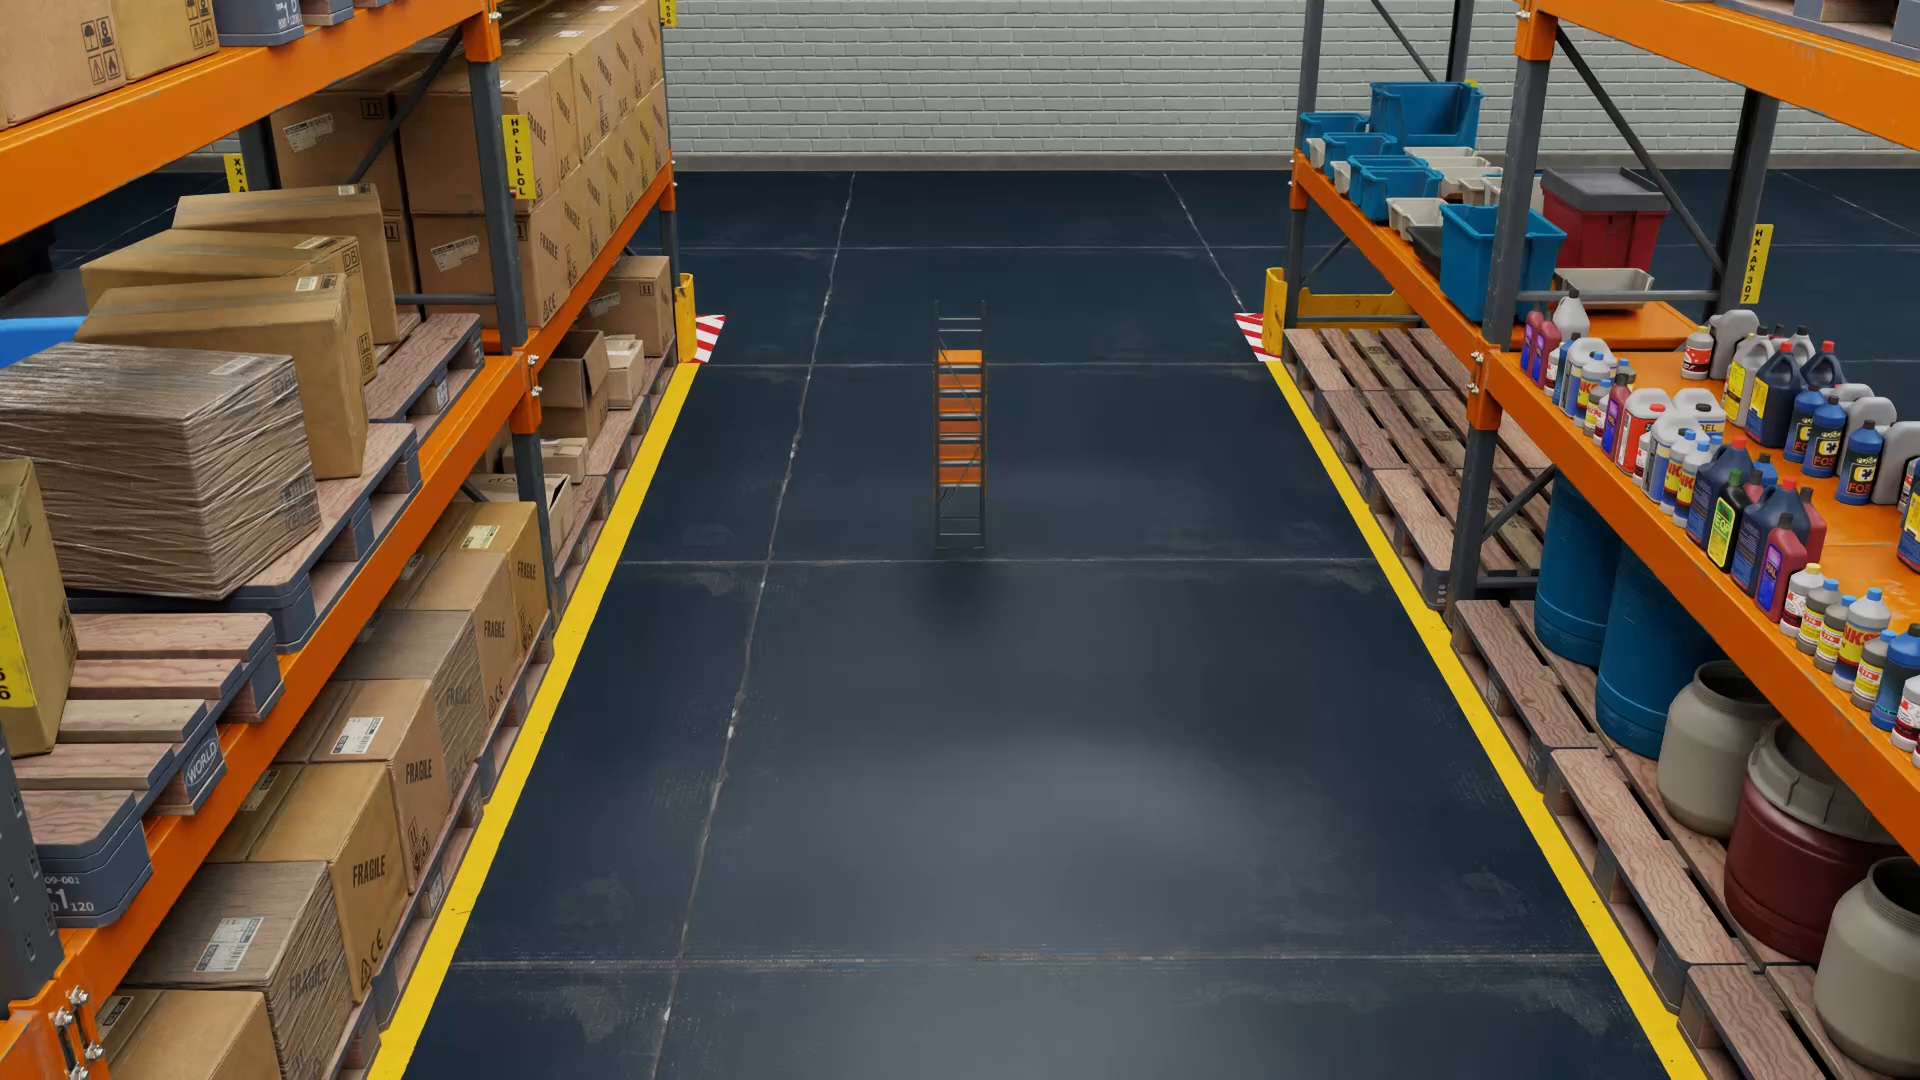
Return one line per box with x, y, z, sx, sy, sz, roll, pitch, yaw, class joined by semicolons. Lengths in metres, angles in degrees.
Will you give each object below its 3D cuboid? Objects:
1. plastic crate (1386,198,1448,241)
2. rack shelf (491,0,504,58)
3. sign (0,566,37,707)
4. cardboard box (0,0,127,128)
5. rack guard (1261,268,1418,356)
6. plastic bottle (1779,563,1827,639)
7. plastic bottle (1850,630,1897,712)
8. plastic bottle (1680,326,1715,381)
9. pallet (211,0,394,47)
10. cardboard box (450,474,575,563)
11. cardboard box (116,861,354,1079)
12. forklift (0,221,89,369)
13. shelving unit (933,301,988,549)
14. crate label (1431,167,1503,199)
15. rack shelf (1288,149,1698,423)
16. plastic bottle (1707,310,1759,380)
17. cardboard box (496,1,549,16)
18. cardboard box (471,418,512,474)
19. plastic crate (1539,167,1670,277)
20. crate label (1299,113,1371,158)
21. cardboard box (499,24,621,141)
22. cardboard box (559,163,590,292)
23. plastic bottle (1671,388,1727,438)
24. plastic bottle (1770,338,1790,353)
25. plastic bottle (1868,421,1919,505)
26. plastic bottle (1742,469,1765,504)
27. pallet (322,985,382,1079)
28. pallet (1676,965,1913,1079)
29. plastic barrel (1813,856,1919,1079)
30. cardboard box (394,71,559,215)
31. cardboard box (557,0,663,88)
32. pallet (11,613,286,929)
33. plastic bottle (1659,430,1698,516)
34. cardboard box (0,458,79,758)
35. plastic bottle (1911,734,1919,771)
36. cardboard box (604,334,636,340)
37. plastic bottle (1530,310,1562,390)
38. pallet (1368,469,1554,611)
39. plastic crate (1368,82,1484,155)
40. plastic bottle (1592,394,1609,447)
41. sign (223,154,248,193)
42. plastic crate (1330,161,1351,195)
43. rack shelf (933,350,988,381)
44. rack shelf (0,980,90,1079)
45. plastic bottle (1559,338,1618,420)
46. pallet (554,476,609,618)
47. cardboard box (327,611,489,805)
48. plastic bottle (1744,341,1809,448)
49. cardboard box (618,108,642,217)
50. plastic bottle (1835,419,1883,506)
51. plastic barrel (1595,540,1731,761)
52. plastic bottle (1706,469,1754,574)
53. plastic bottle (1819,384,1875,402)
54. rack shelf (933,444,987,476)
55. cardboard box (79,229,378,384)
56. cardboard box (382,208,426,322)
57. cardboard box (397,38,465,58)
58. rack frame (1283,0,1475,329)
2.348;-1.614;8.425;0.293;0.136;0.466;0;24;-1;plastic crate
-2.307;-2.833;8.106;1.077;0.370;4.000;0;24;-1;rack shelf
-1.686;0.147;2.879;0.100;0.325;0.005;0;24;-1;sign
-2.285;-1.123;3.332;0.910;0.500;0.500;0;24;-1;cardboard box
2.611;-1.509;10.981;1.175;0.500;0.348;0;24;-1;rack guard
2.288;0.160;4.497;0.097;0.201;0.097;0;24;0;plastic bottle
2.292;0.321;4.142;0.097;0.201;0.097;0;24;0;plastic bottle
2.871;-0.731;6.466;0.097;0.201;0.097;0;24;0;plastic bottle
-2.334;-1.554;4.635;1.213;0.211;1.003;0;24;-1;pallet
-2.073;-0.119;7.602;0.500;0.311;0.500;0;24;-1;cardboard box
-1.972;1.213;4.428;0.500;0.500;0.500;-1;24;-2;cardboard box
-5.434;-1.568;8.161;3.031;2.935;1.130;-3;24;-6;forklift
0.000;-0.541;7.990;0.258;1.200;0.189;0;24;-1;shelving unit
2.831;-1.976;9.227;0.396;0.136;0.243;0;24;-1;crate label
2.646;-1.487;8.770;1.077;0.370;4.000;0;24;-1;rack shelf
2.996;-0.773;6.469;0.152;0.276;0.135;0;24;-1;plastic bottle
-2.574;-2.720;9.288;0.500;0.500;0.500;0;24;0;cardboard box
-2.583;-0.487;8.417;0.500;0.311;0.500;0;24;-1;cardboard box
2.909;-1.416;7.590;0.402;0.464;0.583;0;24;-1;plastic crate
2.298;-2.486;10.238;0.416;0.233;0.303;0;24;-1;crate label
-2.027;-2.303;8.368;0.500;0.500;0.500;0;24;1;cardboard box
-2.027;-1.437;7.667;0.500;0.500;0.500;0;24;0;cardboard box
2.454;-0.360;5.558;0.152;0.276;0.135;0;24;-1;plastic bottle
3.000;-0.622;6.136;0.152;0.276;0.135;0;24;-1;plastic bottle
3.009;-0.263;5.343;0.152;0.276;0.135;0;24;-1;plastic bottle
2.326;-0.056;4.875;0.061;0.283;0.133;0;24;-1;plastic bottle
-2.212;1.641;4.365;1.003;0.211;1.213;0;24;-1;pallet
2.661;1.604;4.448;1.003;0.211;1.213;0;24;-1;pallet
2.594;1.166;4.540;0.421;0.512;0.421;0;24;0;plastic barrel
-2.009;-1.666;6.959;0.500;0.500;0.500;0;24;1;cardboard box
-2.049;-2.937;9.769;0.500;0.500;0.500;0;24;-1;cardboard box
-2.319;0.487;3.766;1.213;0.211;1.003;0;24;-1;pallet
2.279;-0.214;5.240;0.097;0.271;0.097;0;24;0;plastic bottle
-2.361;0.183;3.575;0.700;0.500;0.500;-9;26;-18;cardboard box
2.295;0.441;3.876;0.097;0.201;0.097;0;24;0;plastic bottle
-2.162;-1.137;10.028;0.380;0.166;0.250;0;24;-1;cardboard box
2.247;-0.729;6.364;0.061;0.283;0.133;0;24;-1;plastic bottle
2.621;-0.023;8.044;1.003;0.211;1.213;0;24;-1;pallet
2.815;-2.545;10.121;0.616;0.435;0.499;0;24;-1;plastic crate
2.272;-0.428;5.798;0.097;0.201;0.097;0;24;0;plastic bottle
-2.828;-1.358;6.563;0.100;0.325;0.005;0;24;-1;sign
2.226;-2.030;9.347;0.250;0.136;0.298;0;24;-1;plastic crate
0.000;-0.828;7.860;0.258;0.103;0.180;0;24;-1;rack shelf
-2.220;1.831;1.435;1.077;0.370;4.000;0;24;-1;rack shelf
2.296;-0.591;6.066;0.152;0.276;0.135;0;24;-1;plastic bottle
-2.292;0.018;7.954;1.003;0.211;1.213;0;24;-1;pallet
-1.991;0.581;5.824;0.500;0.500;0.500;0;24;0;cardboard box
2.863;-0.514;5.806;0.144;0.351;0.185;0;24;-1;plastic bottle
-2.043;-2.061;9.045;0.500;0.500;0.500;0;24;0;cardboard box
2.885;-0.253;5.326;0.097;0.271;0.097;0;24;0;plastic bottle
2.665;0.290;6.004;0.600;0.901;0.708;0;24;-1;plastic barrel
2.265;-0.056;4.875;0.061;0.283;0.133;0;24;-1;plastic bottle
3.005;-0.414;5.677;0.152;0.276;0.135;0;24;-1;plastic bottle
0.000;-0.391;8.057;0.258;0.103;0.180;0;24;-1;rack shelf
-2.433;-0.727;5.587;0.700;0.500;0.500;4;25;8;cardboard box
-2.547;-1.220;7.186;0.500;0.500;0.500;0;24;0;cardboard box
-2.563;-2.097;7.911;0.500;0.500;0.500;0;24;0;cardboard box
2.624;-2.639;10.444;1.000;3.000;0.127;0;24;-1;rack frame
